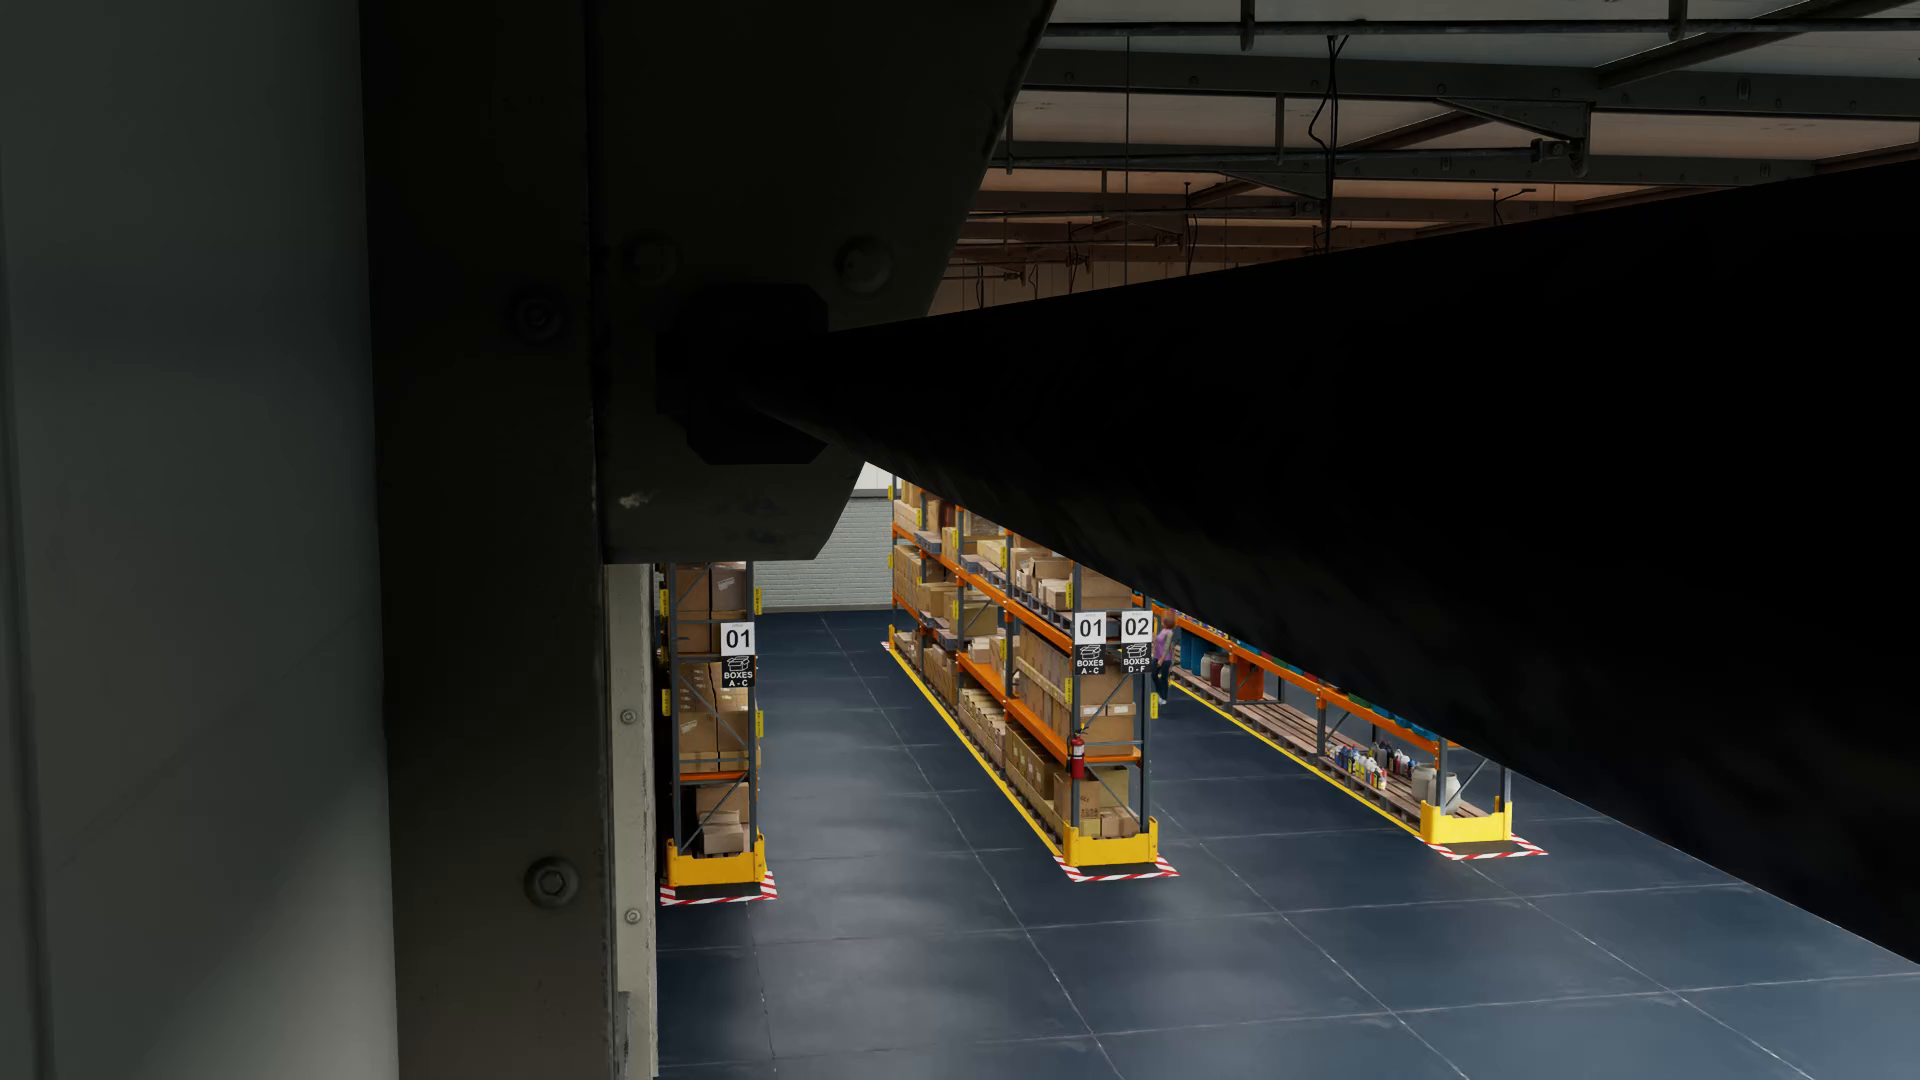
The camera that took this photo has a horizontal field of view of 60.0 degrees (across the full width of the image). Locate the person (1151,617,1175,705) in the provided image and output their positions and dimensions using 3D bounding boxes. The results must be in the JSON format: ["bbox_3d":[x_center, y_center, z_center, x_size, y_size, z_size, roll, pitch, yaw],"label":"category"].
[{"bbox_3d":[3.635,2.179,29.879,0.419,1.625,0.435,-3,7,-28],"label":"person"}]
